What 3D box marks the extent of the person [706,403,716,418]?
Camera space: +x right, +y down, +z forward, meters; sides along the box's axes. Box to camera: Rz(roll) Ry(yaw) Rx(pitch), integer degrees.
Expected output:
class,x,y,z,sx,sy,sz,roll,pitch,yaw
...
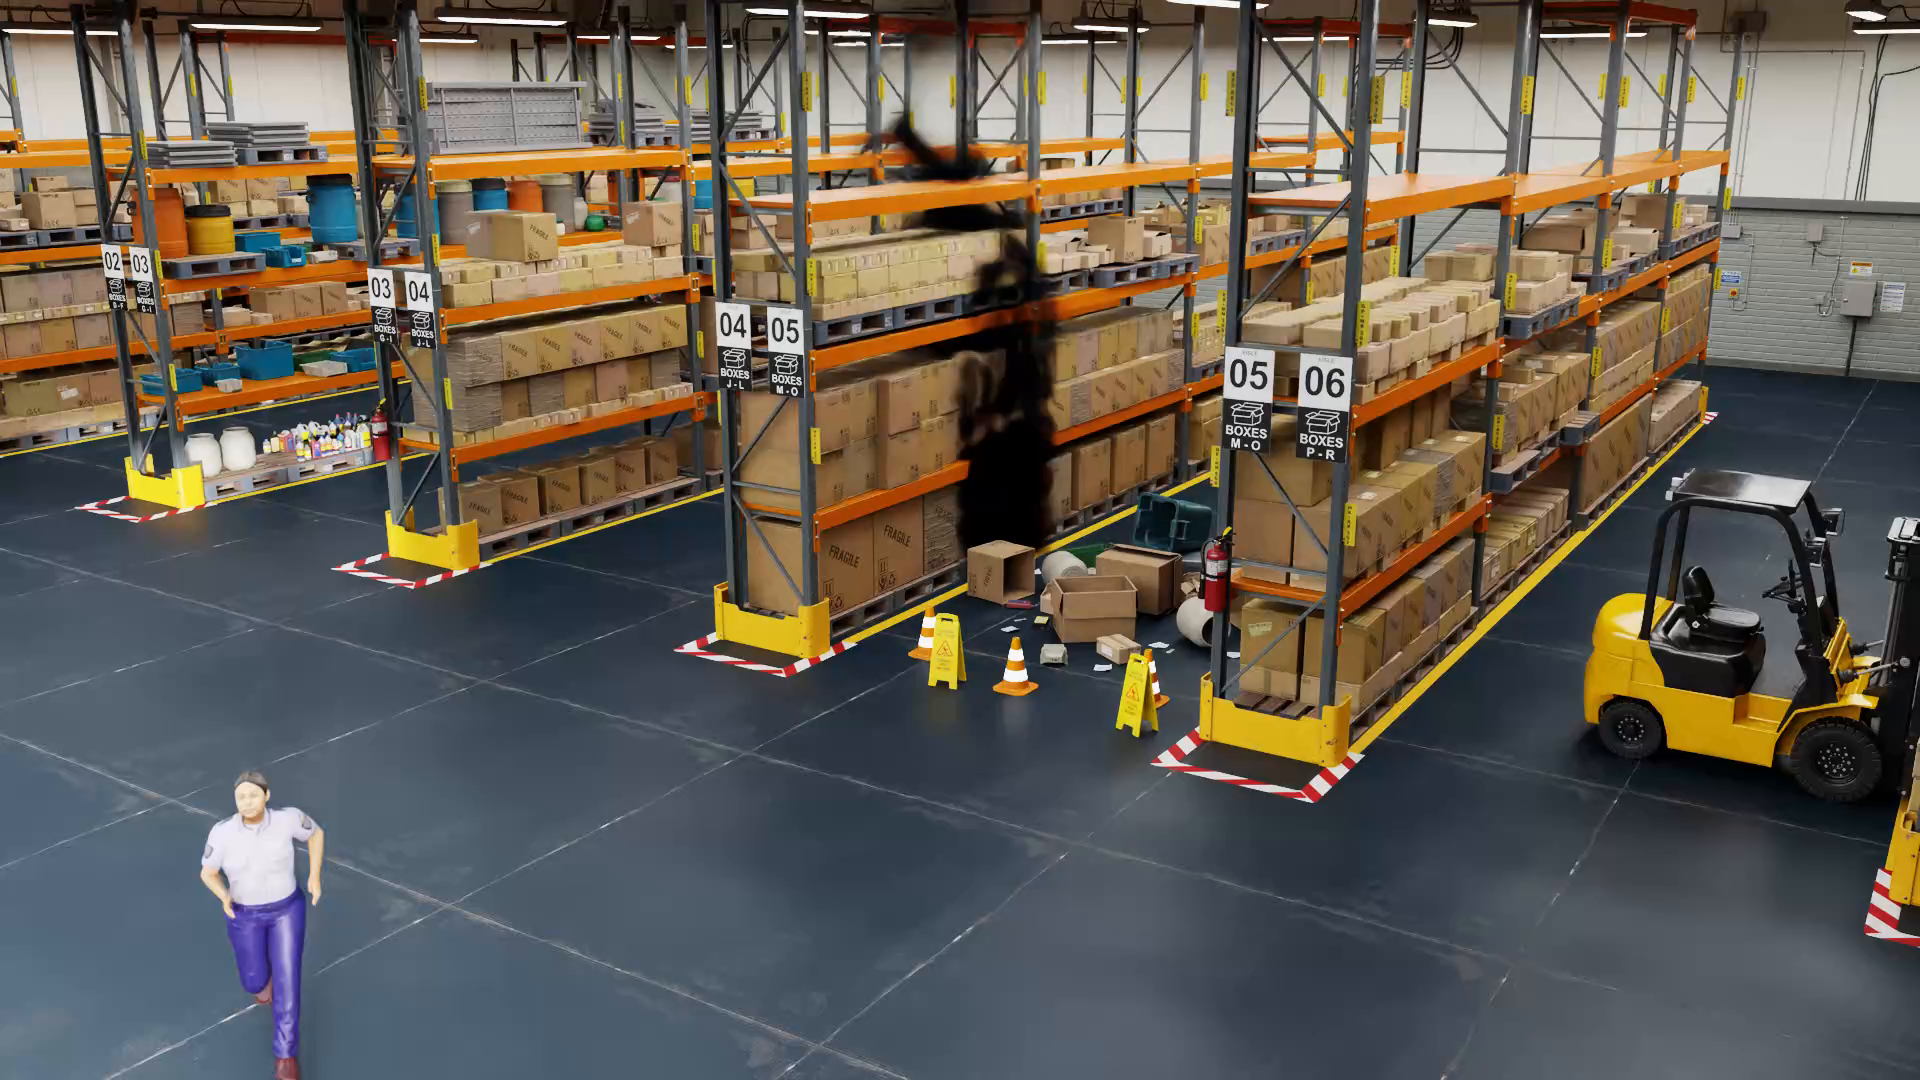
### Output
class,x,y,z,sx,sy,sz,roll,pitch,yaw
person,-3.923,-2.471,25.106,0.509,1.567,0.634,5,16,18

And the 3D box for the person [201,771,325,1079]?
class,x,y,z,sx,sy,sz,roll,pitch,yaw
person,-3.727,2.019,8.968,0.621,1.602,0.932,-5,16,-19
